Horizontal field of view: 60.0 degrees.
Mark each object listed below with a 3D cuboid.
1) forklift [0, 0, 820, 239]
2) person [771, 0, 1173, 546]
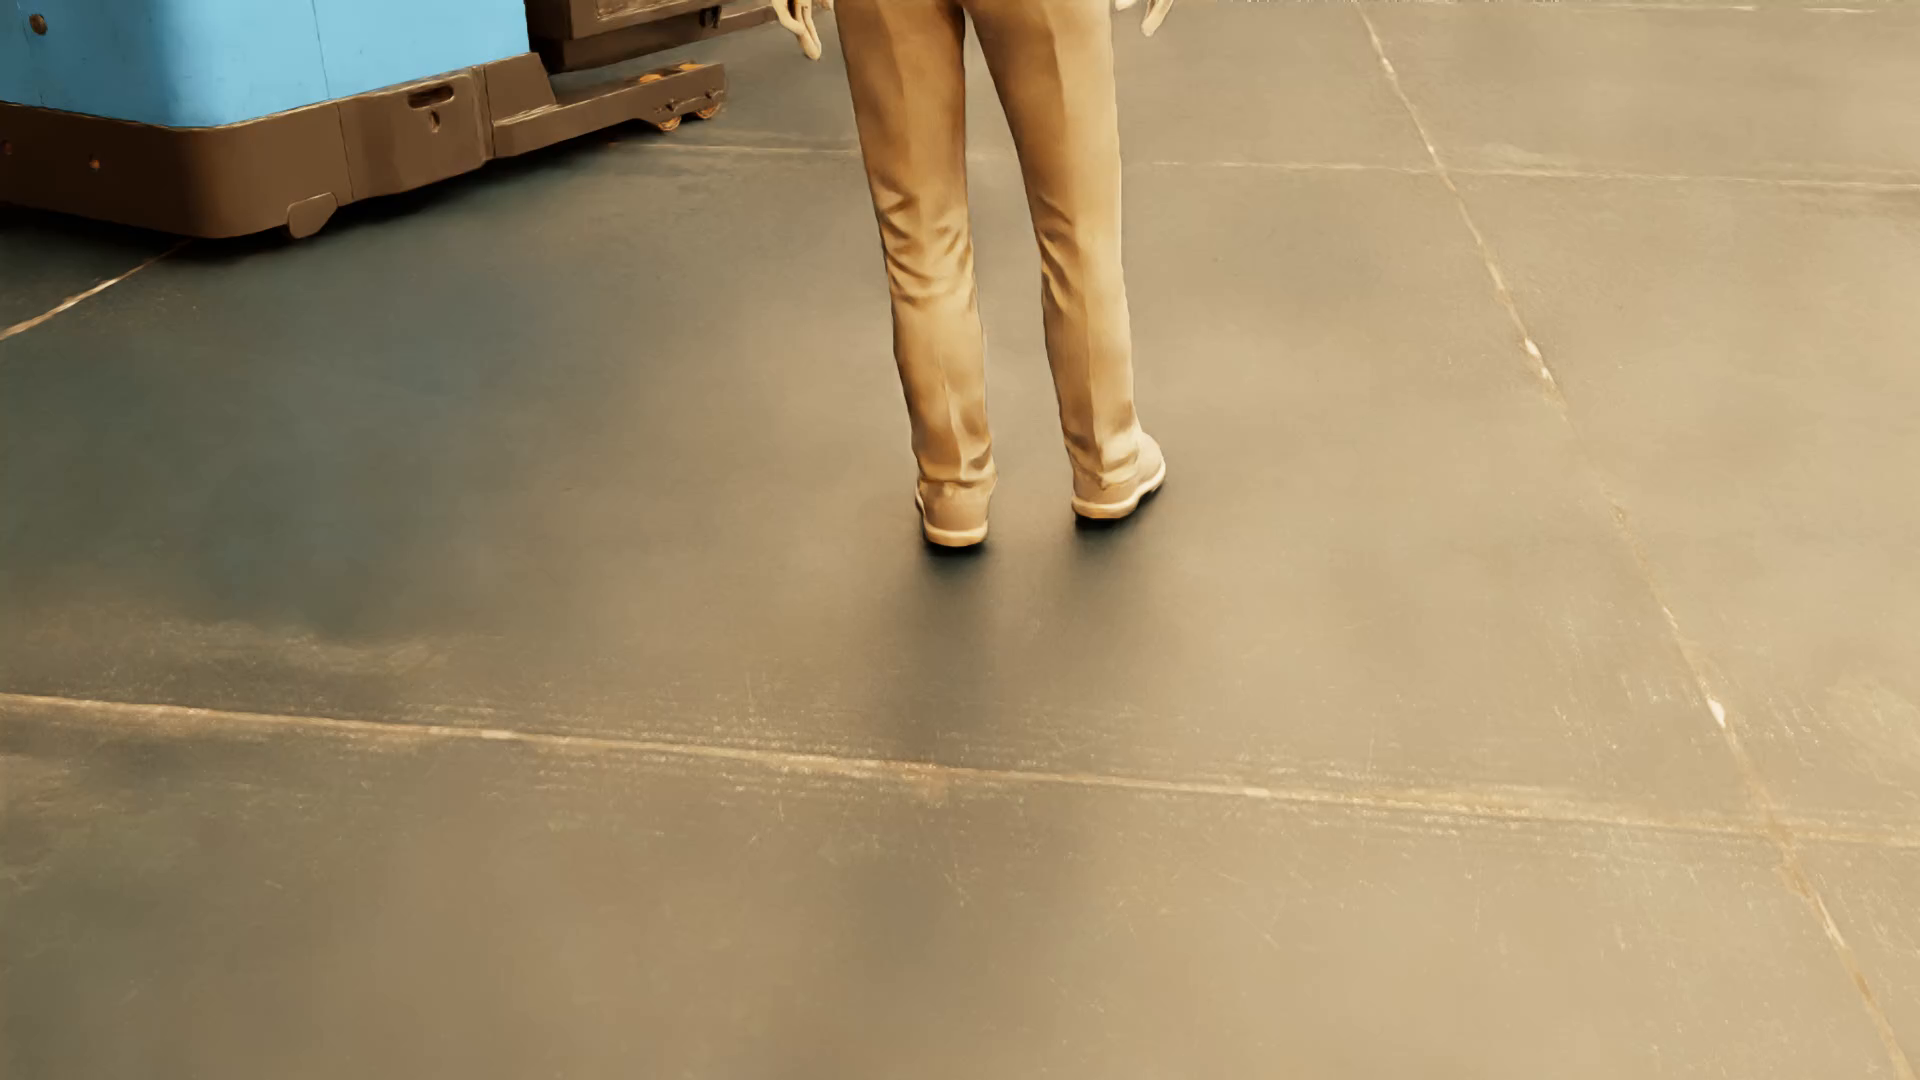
[{"bbox_3d":[-1.375,-2.604,4.437,1.130,2.935,3.031,13,29,24],"label":"forklift"},{"bbox_3d":[0.016,-0.794,2.178,0.586,1.695,0.533,3,27,7],"label":"person"}]
